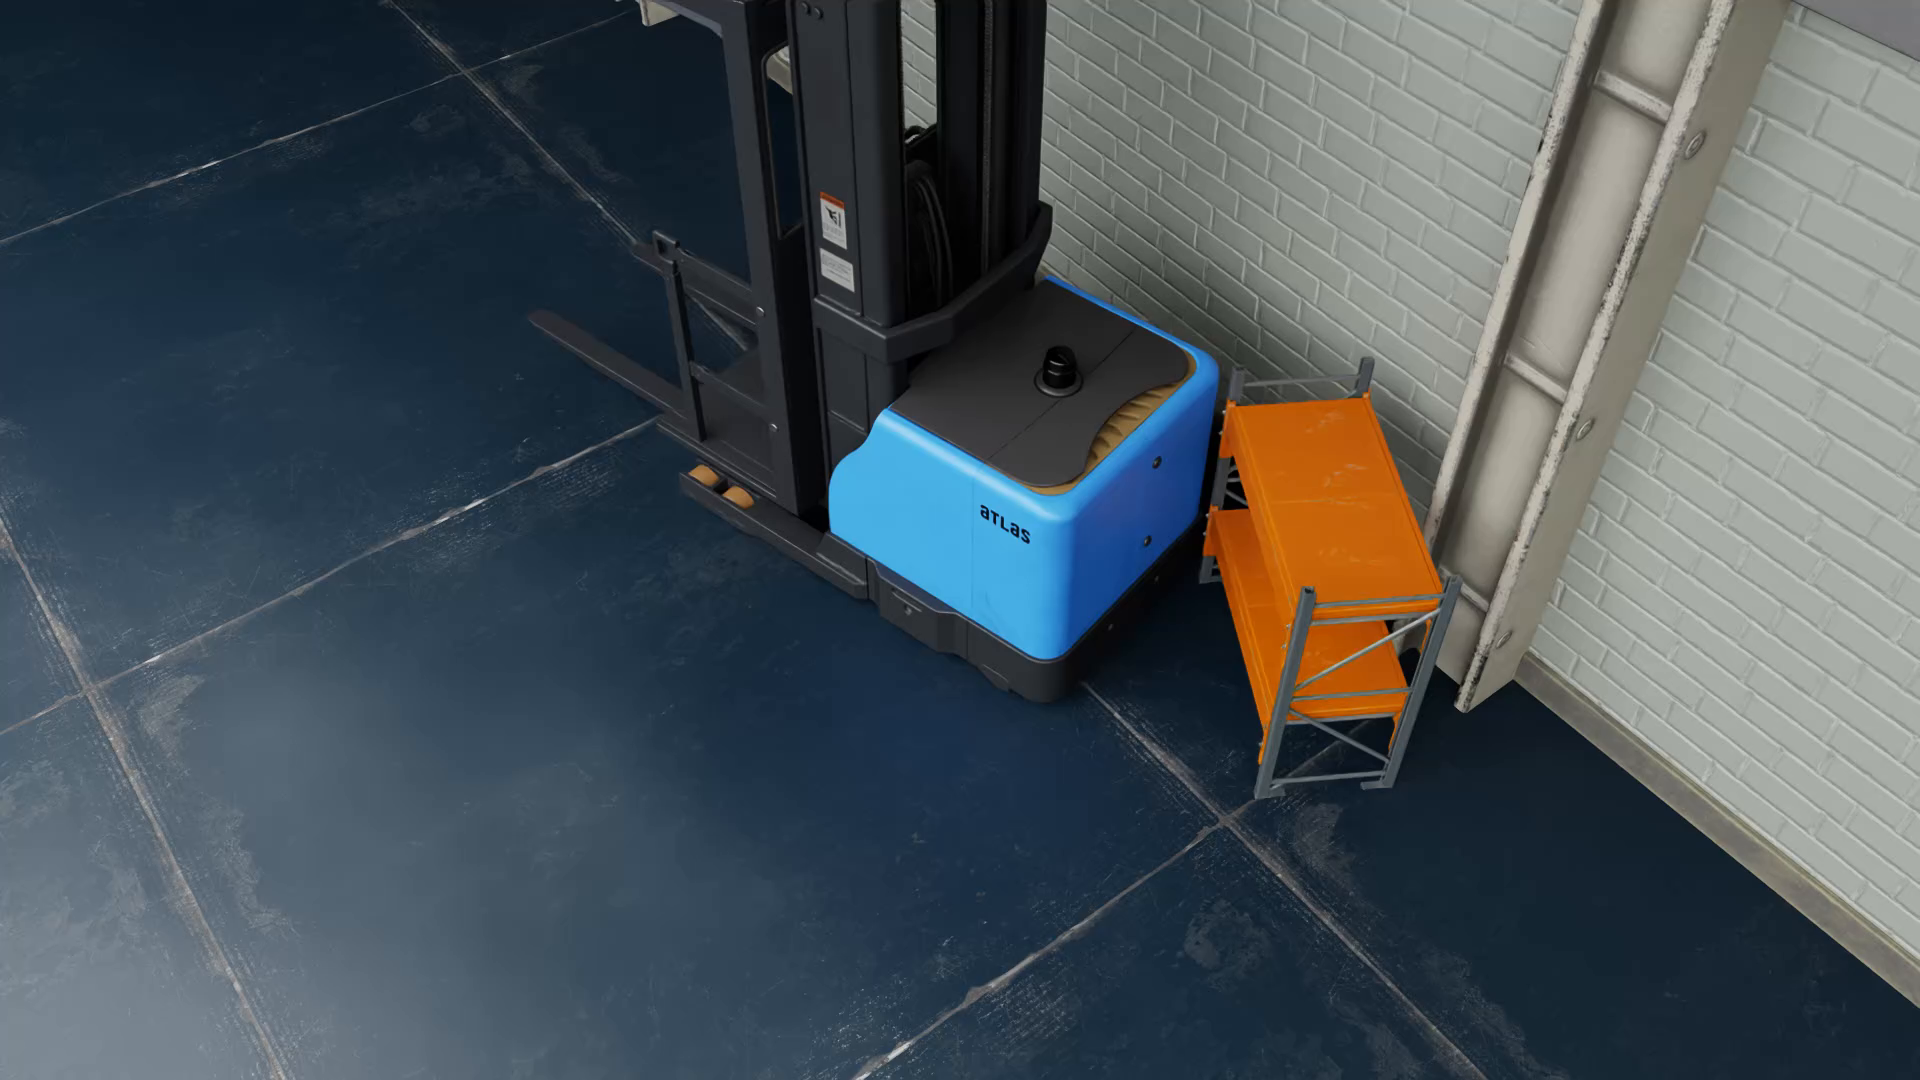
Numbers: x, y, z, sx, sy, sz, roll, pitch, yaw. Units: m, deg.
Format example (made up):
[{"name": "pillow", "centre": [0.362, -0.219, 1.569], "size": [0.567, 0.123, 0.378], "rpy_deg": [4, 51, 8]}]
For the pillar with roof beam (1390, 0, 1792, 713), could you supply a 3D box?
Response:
[{"name": "pillar with roof beam", "centre": [-1.554, -0.632, 1.248], "size": [9.100, 9.000, 0.400], "rpy_deg": [-29, 54, -24]}]

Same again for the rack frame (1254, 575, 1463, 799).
[{"name": "rack frame", "centre": [1.298, 0.515, 5.523], "size": [0.500, 1.125, 0.032], "rpy_deg": [-4, 48, -4]}]

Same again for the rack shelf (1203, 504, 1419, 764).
[{"name": "rack shelf", "centre": [1.247, 0.304, 6.044], "size": [0.538, 0.278, 1.000], "rpy_deg": [-4, 48, -4]}]

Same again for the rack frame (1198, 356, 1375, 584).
[{"name": "rack frame", "centre": [1.197, -0.235, 6.203], "size": [0.500, 1.125, 0.032], "rpy_deg": [-4, 48, -4]}]

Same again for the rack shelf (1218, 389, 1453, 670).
[{"name": "rack shelf", "centre": [1.247, -0.057, 5.646], "size": [0.538, 0.278, 1.000], "rpy_deg": [-4, 48, -4]}]

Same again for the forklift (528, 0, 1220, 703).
[{"name": "forklift", "centre": [-0.525, -1.312, 5.960], "size": [3.031, 2.935, 1.130], "rpy_deg": [31, 55, 25]}]

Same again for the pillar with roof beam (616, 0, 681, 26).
[{"name": "pillar with roof beam", "centre": [-5.187, -4.170, 4.455], "size": [9.100, 9.000, 0.400], "rpy_deg": [-29, 54, -24]}]

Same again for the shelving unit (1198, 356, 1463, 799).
[{"name": "shelving unit", "centre": [1.247, 0.140, 5.863], "size": [0.538, 1.125, 1.048], "rpy_deg": [-4, 48, -4]}]
